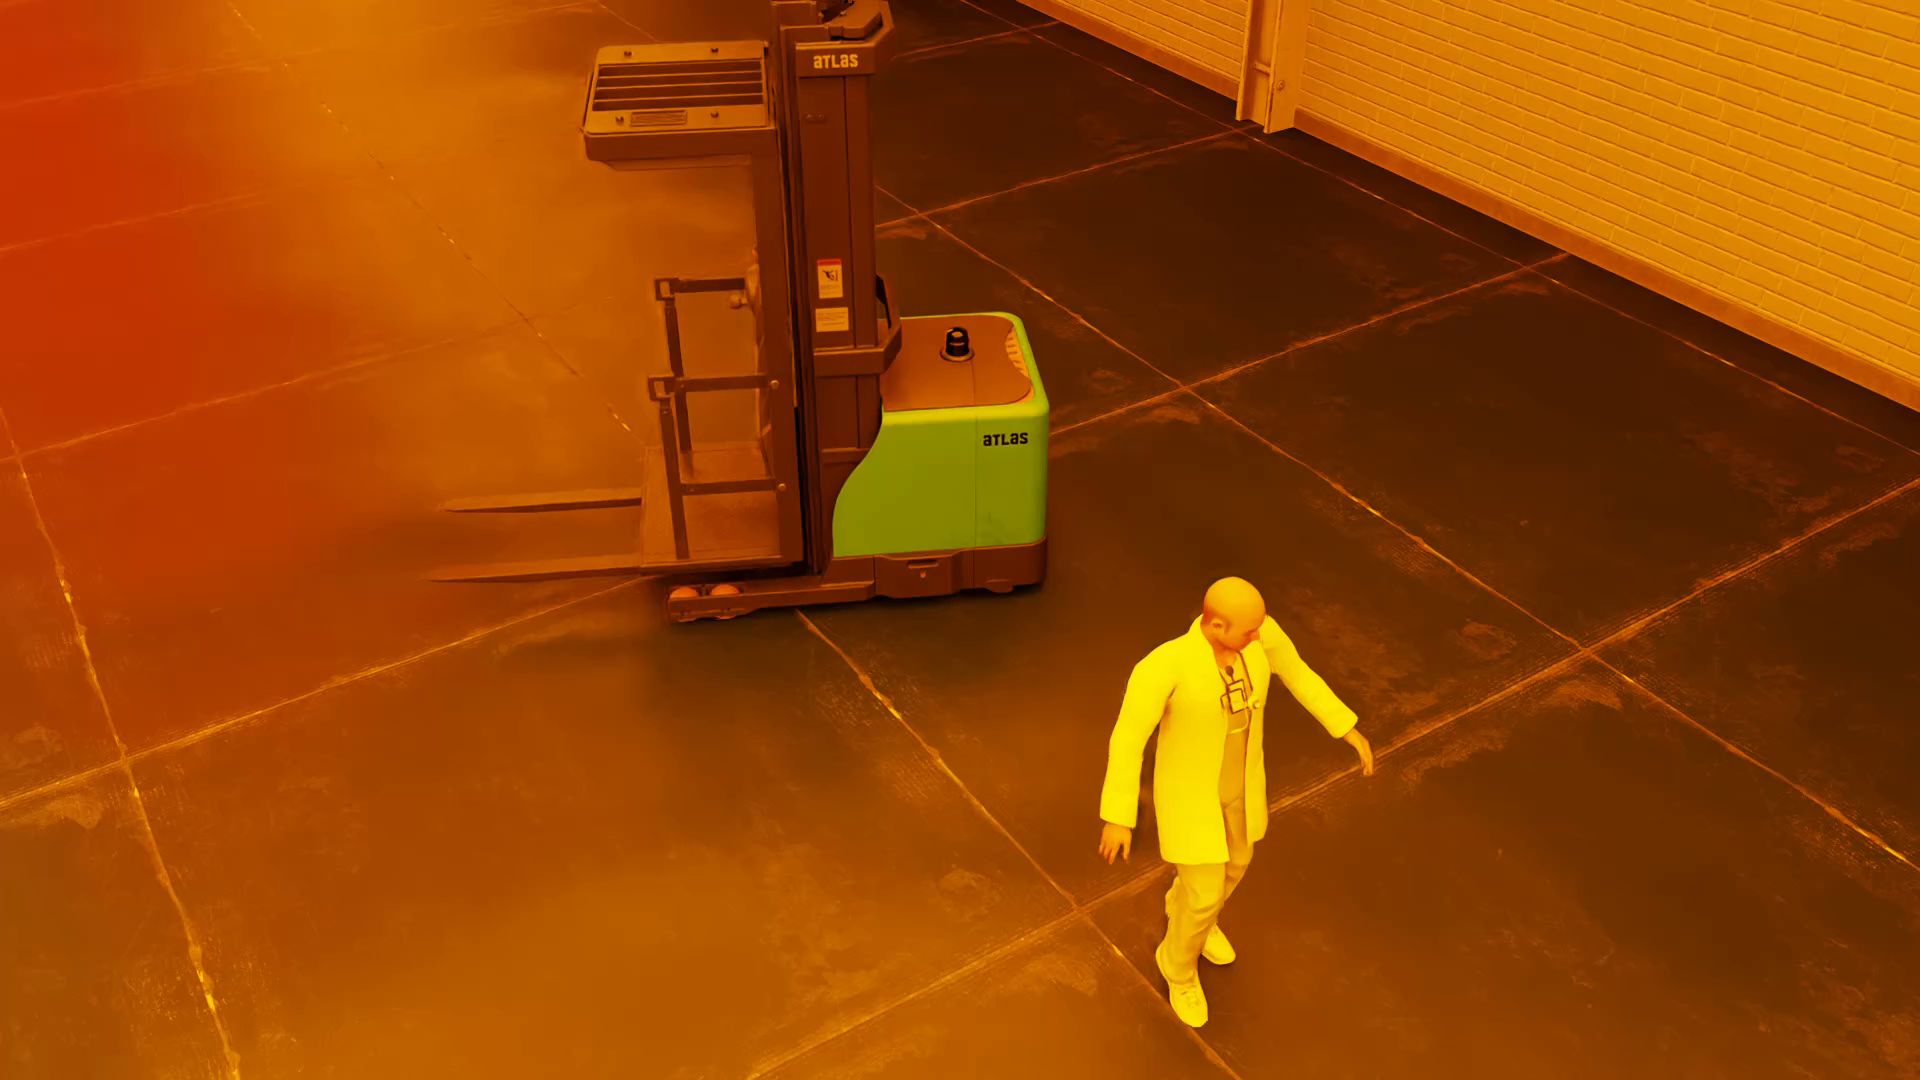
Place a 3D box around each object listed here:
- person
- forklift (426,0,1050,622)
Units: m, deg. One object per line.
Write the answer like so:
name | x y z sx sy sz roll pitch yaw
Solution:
person | 0.924 0.918 5.915 0.994 1.809 0.568 -17 38 -23
forklift | -1.121 -1.121 7.744 3.031 2.935 1.130 -4 35 -6
